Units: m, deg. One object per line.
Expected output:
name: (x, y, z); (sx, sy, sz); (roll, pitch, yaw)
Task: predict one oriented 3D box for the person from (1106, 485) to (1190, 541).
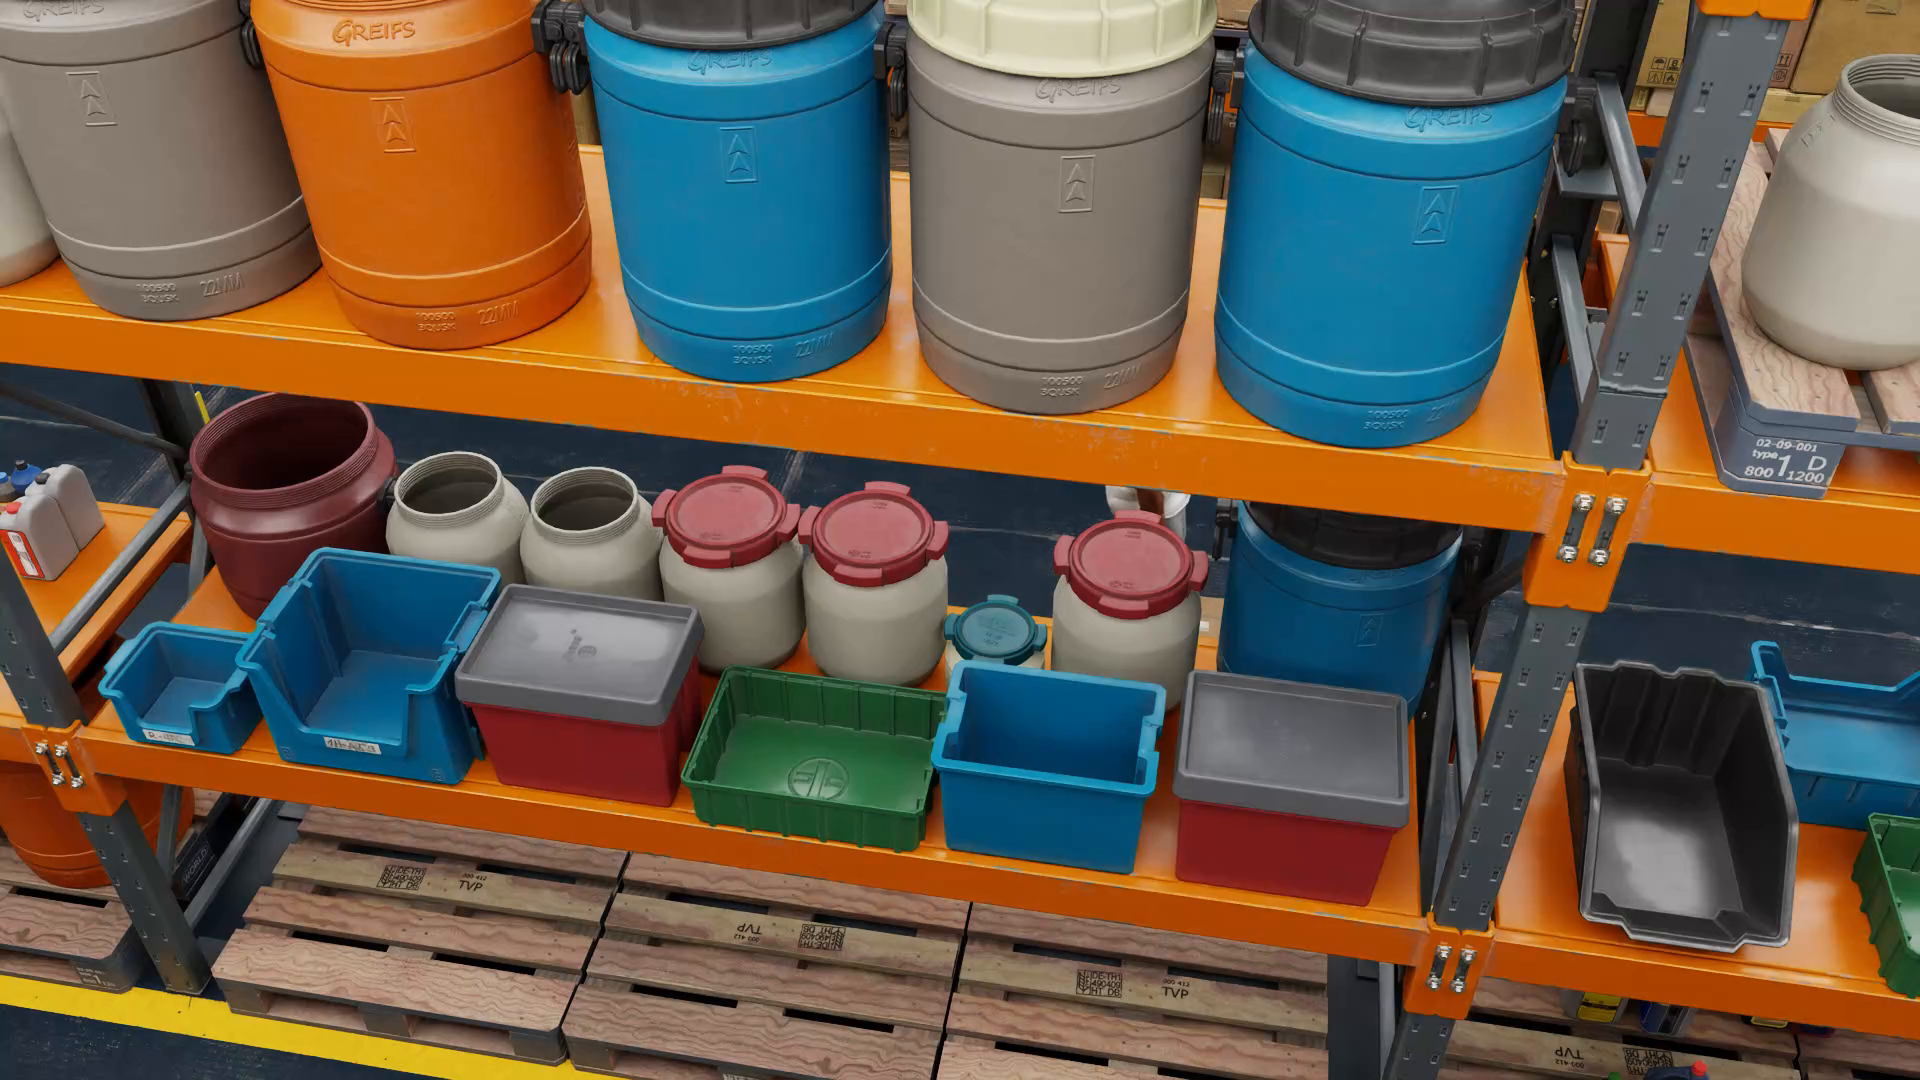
person: (0.780, -0.180, 6.356); (0.458, 1.760, 0.626); (6, 41, 6)
